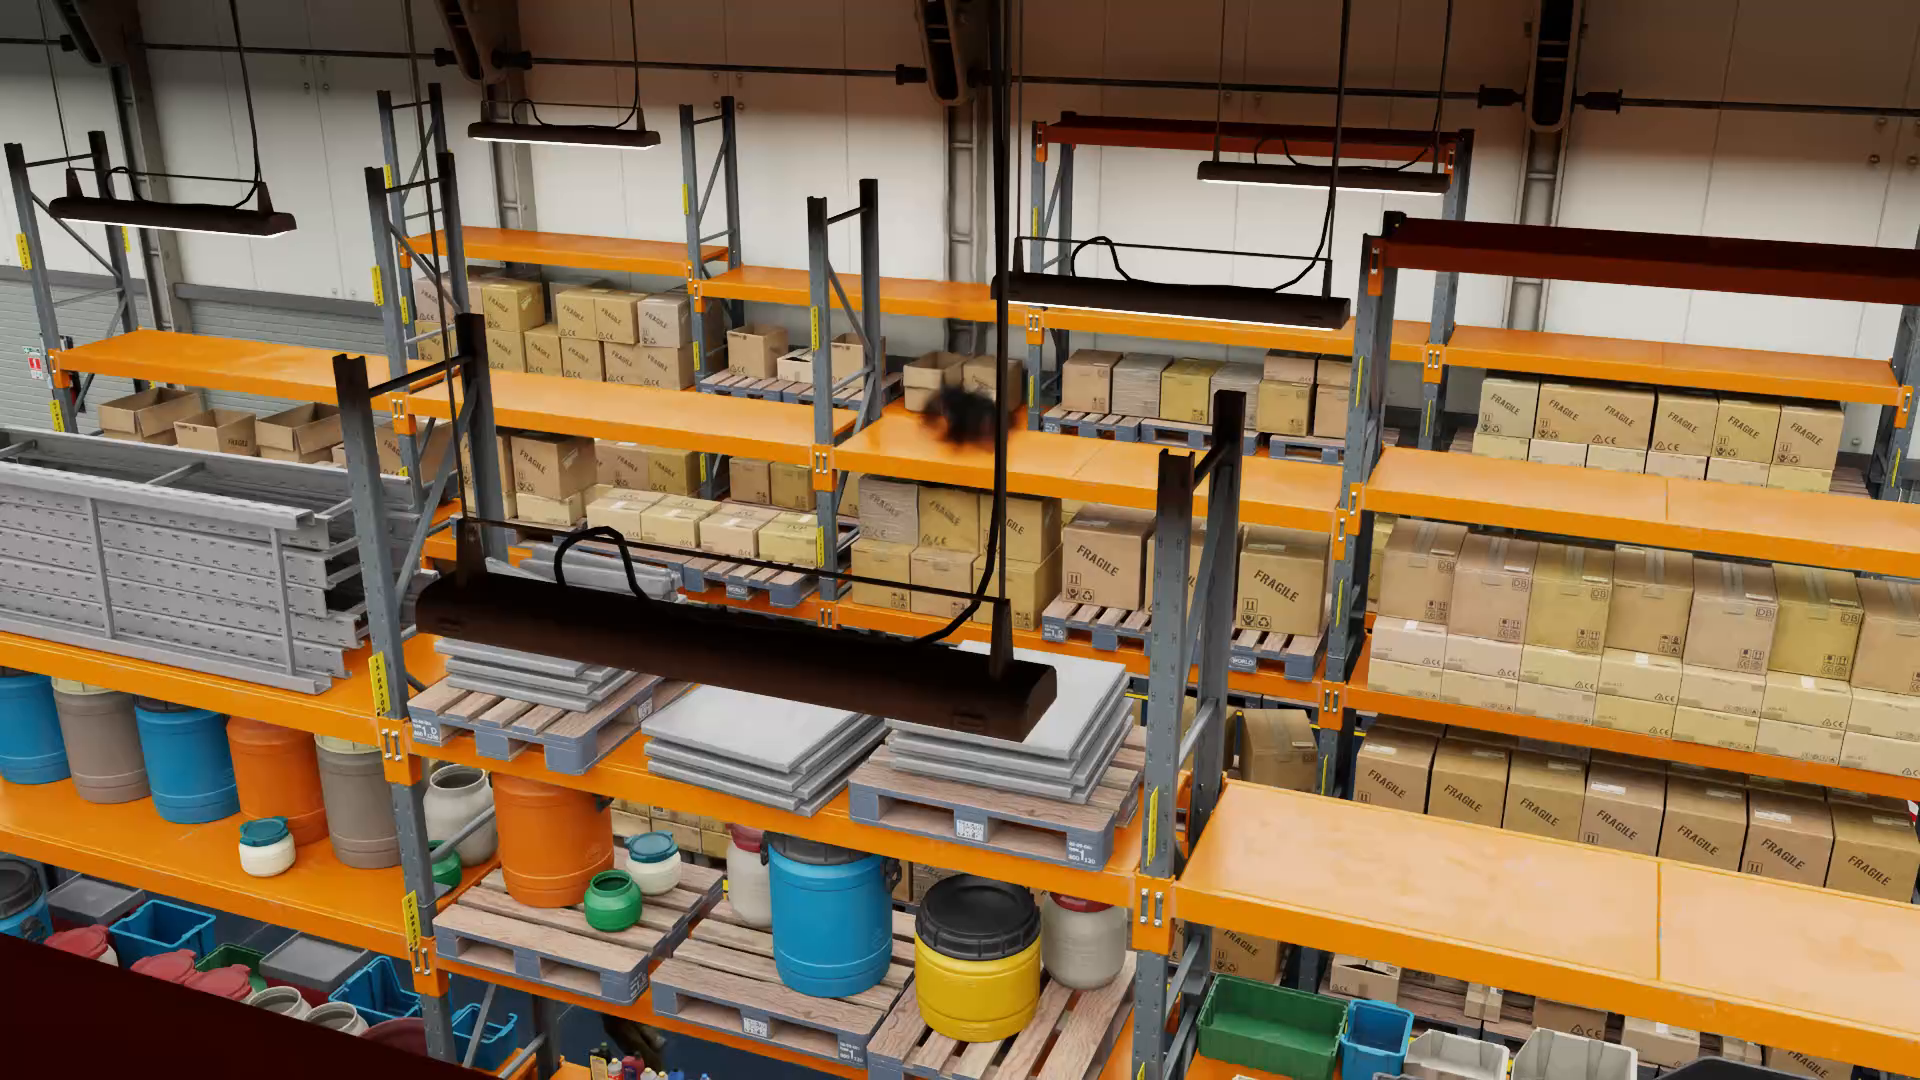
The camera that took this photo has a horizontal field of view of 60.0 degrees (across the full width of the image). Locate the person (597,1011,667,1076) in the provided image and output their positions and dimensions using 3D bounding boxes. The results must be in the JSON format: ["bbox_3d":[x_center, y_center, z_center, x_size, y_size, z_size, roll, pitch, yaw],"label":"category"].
[{"bbox_3d":[-2.341,2.975,11.439,0.653,1.763,0.704,7,22,18],"label":"person"}]
